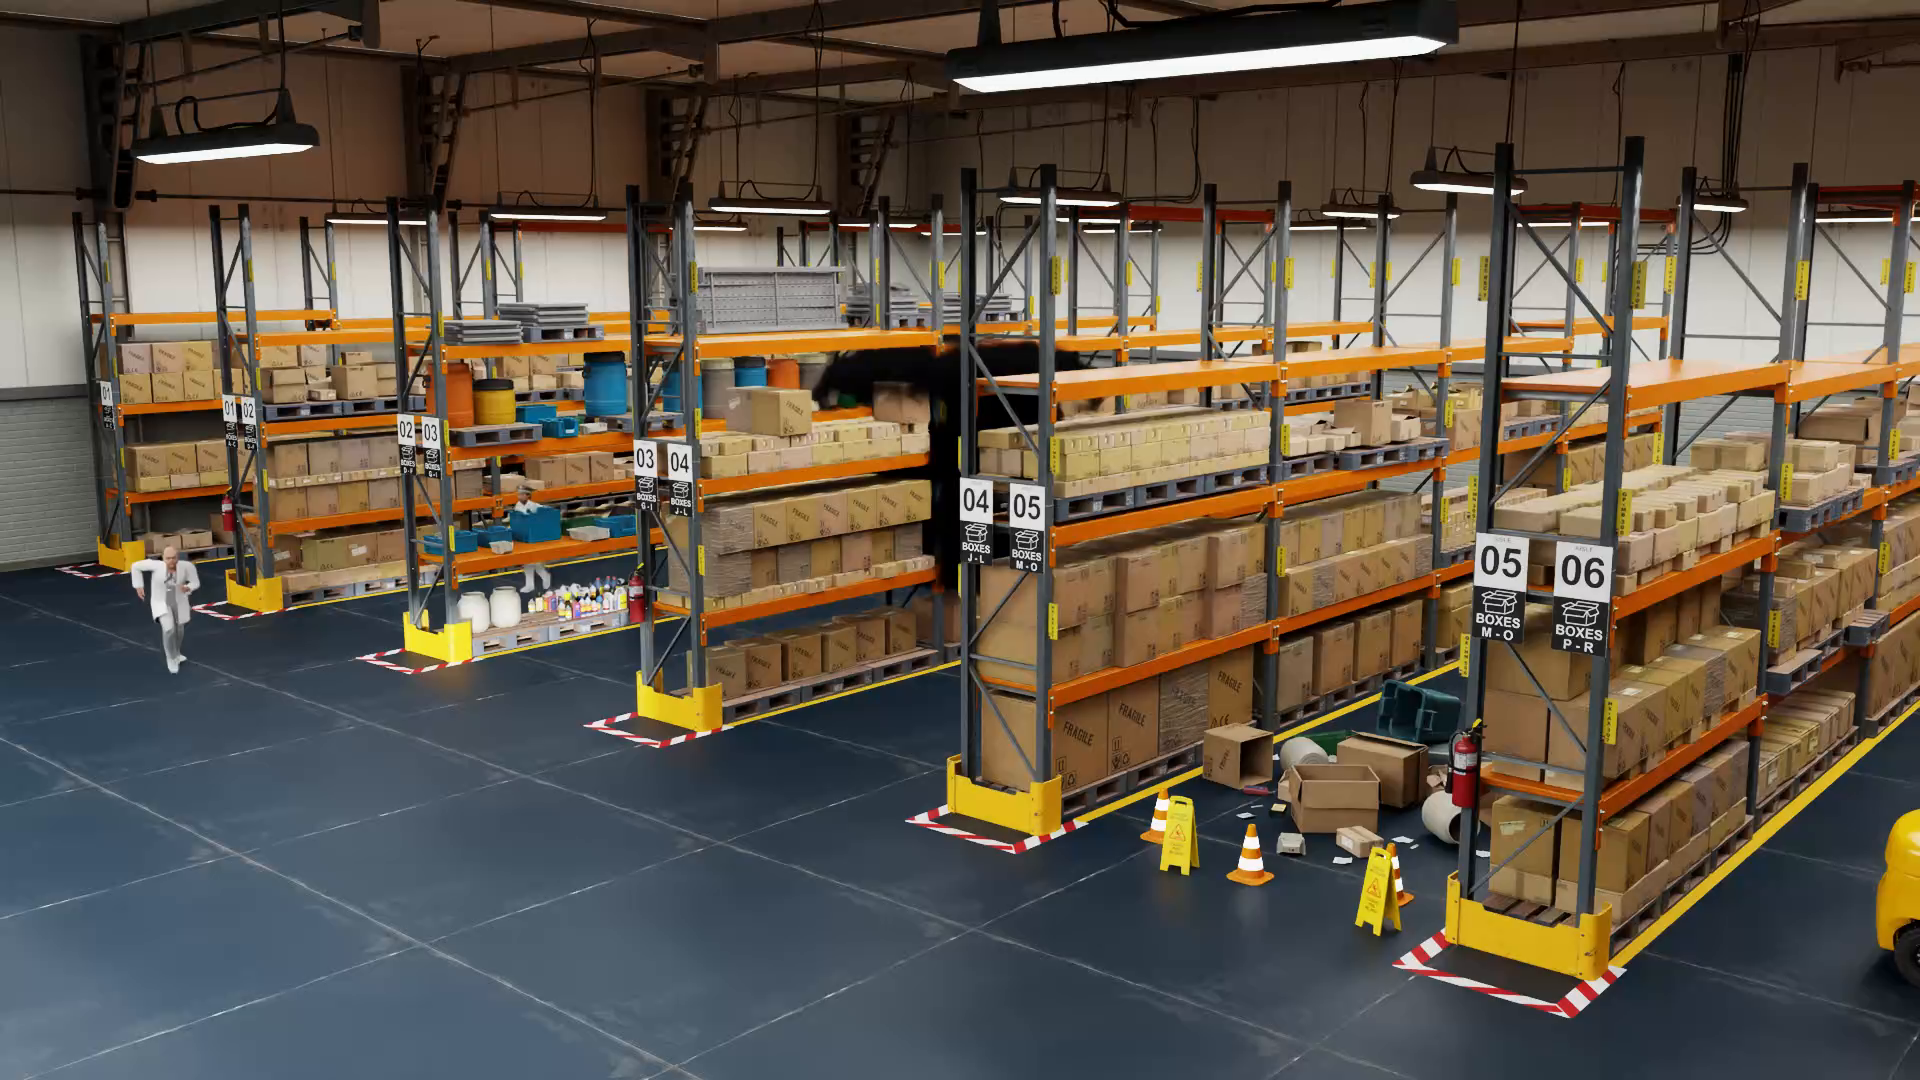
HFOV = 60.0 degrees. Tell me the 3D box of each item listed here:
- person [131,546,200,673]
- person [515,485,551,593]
[{"bbox_3d":[-10.079,0.873,21.165,0.754,1.682,1.045,-6,11,-31],"label":"person"},{"bbox_3d":[-6.405,-0.030,25.018,0.611,1.662,0.698,5,11,28],"label":"person"}]
